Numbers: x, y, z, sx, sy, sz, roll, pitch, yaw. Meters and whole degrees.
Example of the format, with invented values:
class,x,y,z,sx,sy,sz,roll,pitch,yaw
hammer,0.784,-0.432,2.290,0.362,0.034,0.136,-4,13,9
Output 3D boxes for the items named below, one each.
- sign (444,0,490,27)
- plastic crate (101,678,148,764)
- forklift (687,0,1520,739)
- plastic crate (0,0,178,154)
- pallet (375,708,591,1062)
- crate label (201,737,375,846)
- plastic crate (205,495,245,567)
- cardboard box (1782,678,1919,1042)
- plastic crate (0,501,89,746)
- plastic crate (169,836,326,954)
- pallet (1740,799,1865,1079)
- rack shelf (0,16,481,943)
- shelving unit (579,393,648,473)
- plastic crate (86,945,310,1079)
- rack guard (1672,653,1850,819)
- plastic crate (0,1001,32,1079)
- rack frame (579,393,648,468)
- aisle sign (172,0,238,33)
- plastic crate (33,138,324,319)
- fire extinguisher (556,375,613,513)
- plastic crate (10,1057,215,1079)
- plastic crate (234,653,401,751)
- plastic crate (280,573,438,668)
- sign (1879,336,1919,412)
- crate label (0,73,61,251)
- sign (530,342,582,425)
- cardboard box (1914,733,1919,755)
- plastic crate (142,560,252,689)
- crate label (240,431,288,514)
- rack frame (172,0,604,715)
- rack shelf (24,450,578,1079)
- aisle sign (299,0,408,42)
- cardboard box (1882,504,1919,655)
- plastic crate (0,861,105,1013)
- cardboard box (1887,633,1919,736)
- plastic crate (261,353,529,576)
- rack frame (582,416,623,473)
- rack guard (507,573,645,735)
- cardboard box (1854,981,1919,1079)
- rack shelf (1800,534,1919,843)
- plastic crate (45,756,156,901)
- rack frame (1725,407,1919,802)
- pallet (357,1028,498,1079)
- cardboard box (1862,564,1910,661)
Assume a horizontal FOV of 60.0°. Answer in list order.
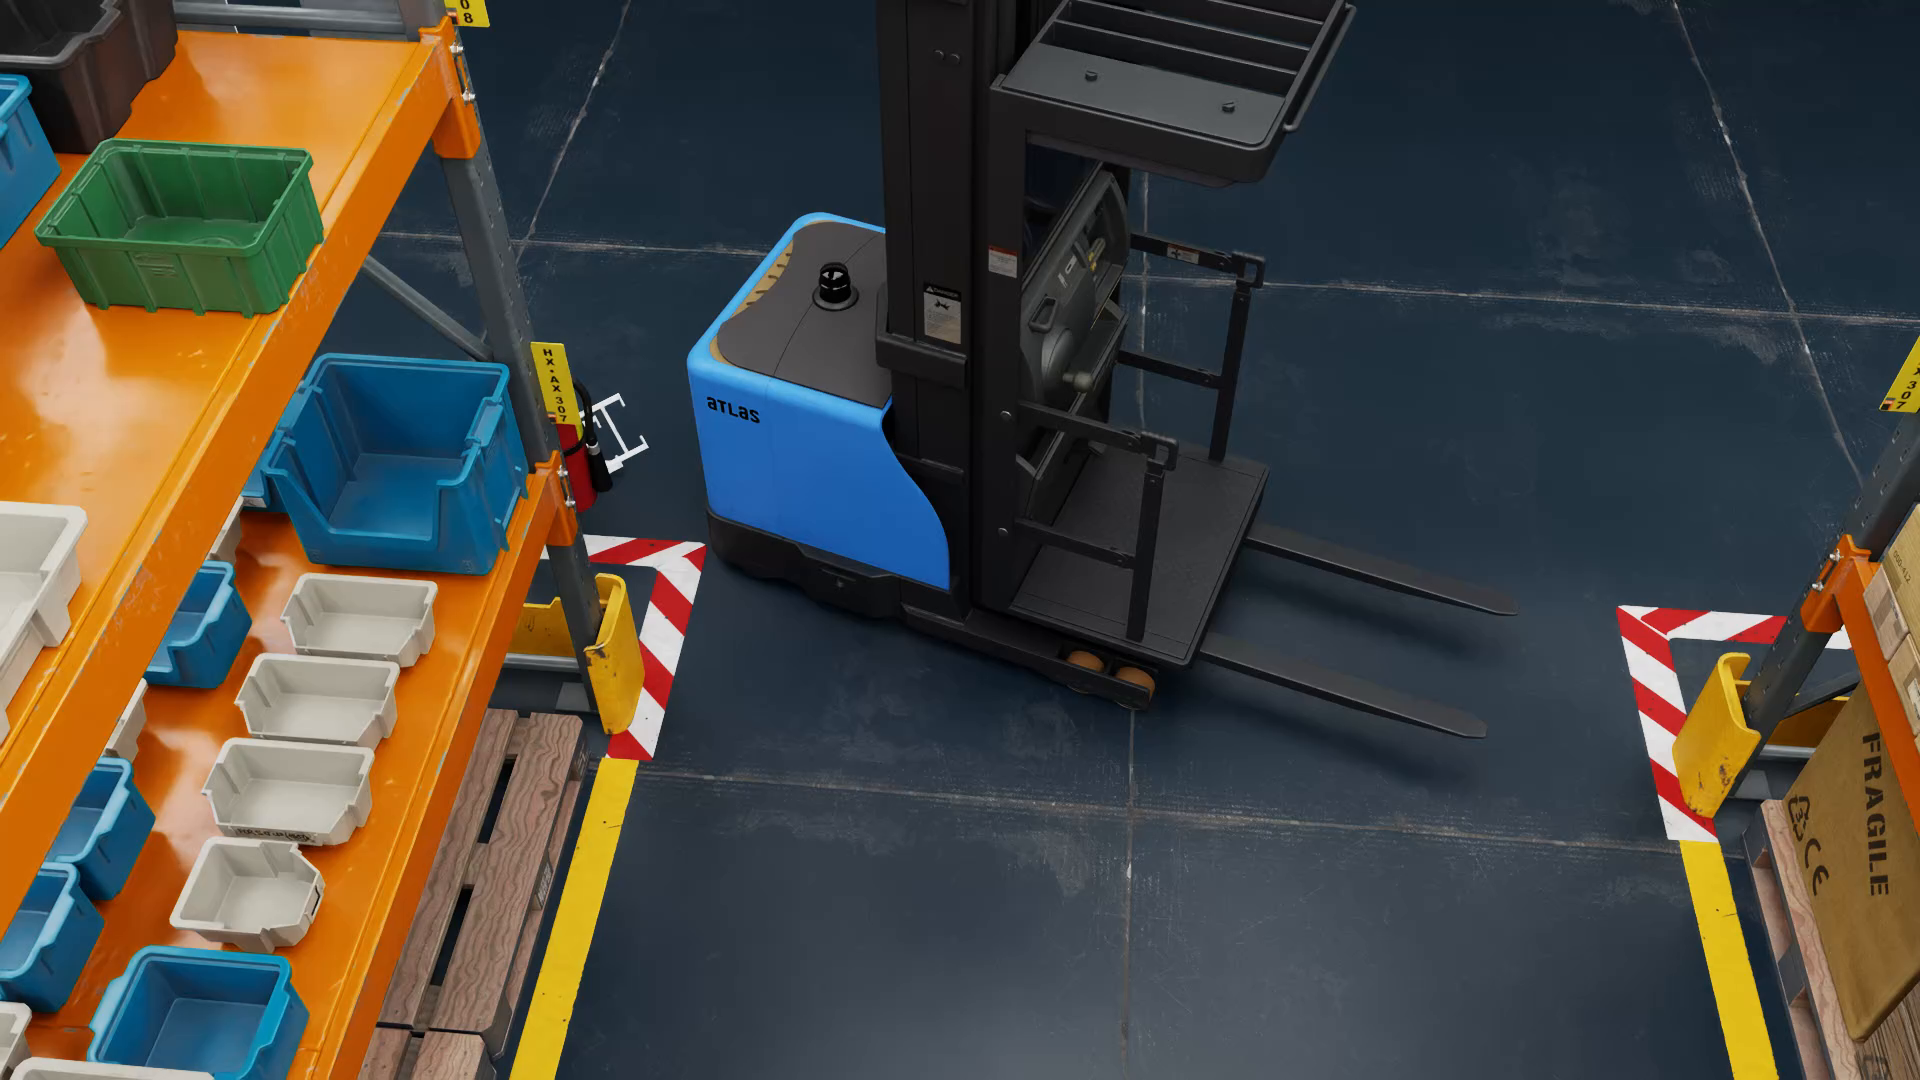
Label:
class,x,y,z,sx,sy,sz,roll,pitch,yaw
sign,-1.223,-1.393,4.030,0.100,0.325,0.005,4,48,4
plastic crate,-2.296,0.515,4.384,0.250,0.136,0.298,4,48,4
forklift,0.574,-0.809,5.504,3.031,2.935,1.130,17,50,15
plastic crate,-2.085,-1.146,3.821,0.497,0.269,0.590,4,48,4
pallet,-1.886,1.103,5.598,1.003,0.211,1.213,4,48,4
crate label,-1.708,0.657,4.254,0.396,0.136,0.243,4,48,4
plastic crate,-2.234,0.017,4.840,0.250,0.136,0.298,4,48,4
cardboard box,3.182,0.943,5.010,0.875,0.875,0.875,4,48,4
plastic crate,-1.713,0.170,2.707,0.437,0.136,0.530,4,48,4
plastic crate,-1.716,0.876,4.054,0.298,0.136,0.250,4,48,4
pallet,3.165,1.426,5.303,1.003,0.211,1.213,4,48,4
rack shelf,-1.954,0.259,2.935,1.077,0.370,4.000,4,48,4
shelving unit,-1.853,-0.161,6.513,1.200,0.503,0.258,-31,96,-23
plastic crate,-1.704,1.121,3.765,0.416,0.233,0.300,4,48,4
rack guard,3.163,0.718,5.755,1.175,0.500,0.348,4,48,4
plastic crate,-2.277,1.267,3.697,0.293,0.136,0.466,4,48,4
rack frame,-1.758,-0.188,6.290,1.200,0.015,0.240,-31,96,-23
aisle sign,-2.061,-1.392,4.228,0.394,0.787,0.004,4,48,4
plastic crate,-1.578,-0.638,3.412,0.450,0.188,0.336,4,48,4
fire extinguisher,-1.306,-0.370,5.361,0.296,0.674,0.183,4,48,4
plastic crate,-1.814,1.408,3.469,0.437,0.282,0.530,4,48,4
plastic crate,-1.707,0.451,4.443,0.396,0.136,0.243,4,48,4
plastic crate,-1.666,0.239,4.637,0.396,0.136,0.243,4,48,4
sign,2.608,-0.469,4.506,0.100,0.325,0.005,4,48,4
crate label,-2.178,-0.747,3.469,0.408,0.251,0.502,4,48,4
sign,-1.223,-0.471,5.038,0.100,0.325,0.005,4,48,4
cardboard box,2.754,0.592,4.346,0.380,0.149,0.250,3,48,3
plastic crate,-2.182,0.238,4.573,0.416,0.233,0.300,4,48,4
crate label,-2.122,-0.246,5.015,0.416,0.233,0.303,4,48,4
rack frame,-1.772,-0.441,5.121,1.000,3.000,0.127,4,48,4
rack shelf,-1.954,1.271,4.042,1.077,0.370,4.000,4,48,4
aisle sign,-1.474,-1.352,4.192,0.394,0.787,0.004,4,48,4
cardboard box,2.848,0.176,4.456,0.500,0.250,0.500,3,48,2
plastic crate,-2.270,0.942,3.928,0.416,0.233,0.300,4,48,4
cardboard box,2.777,0.404,4.518,0.380,0.149,0.250,3,48,3
plastic crate,-1.616,-0.215,4.849,0.616,0.435,0.499,4,48,4
rack frame,-1.948,-0.134,6.736,1.200,0.015,0.240,-31,96,-23
rack guard,-1.783,0.384,6.060,1.175,0.500,0.348,4,48,4
cardboard box,3.099,1.611,4.399,0.875,0.875,0.875,4,48,4
rack shelf,2.978,1.604,3.738,1.077,0.370,4.000,4,48,4
plastic crate,-2.242,0.722,4.130,0.416,0.233,0.300,4,48,4
rack frame,3.160,-0.108,4.816,1.000,3.000,0.127,4,48,4
pallet,-2.000,1.997,4.780,1.003,0.211,1.213,4,48,4
cardboard box,2.799,0.215,4.691,0.380,0.149,0.250,4,48,4
